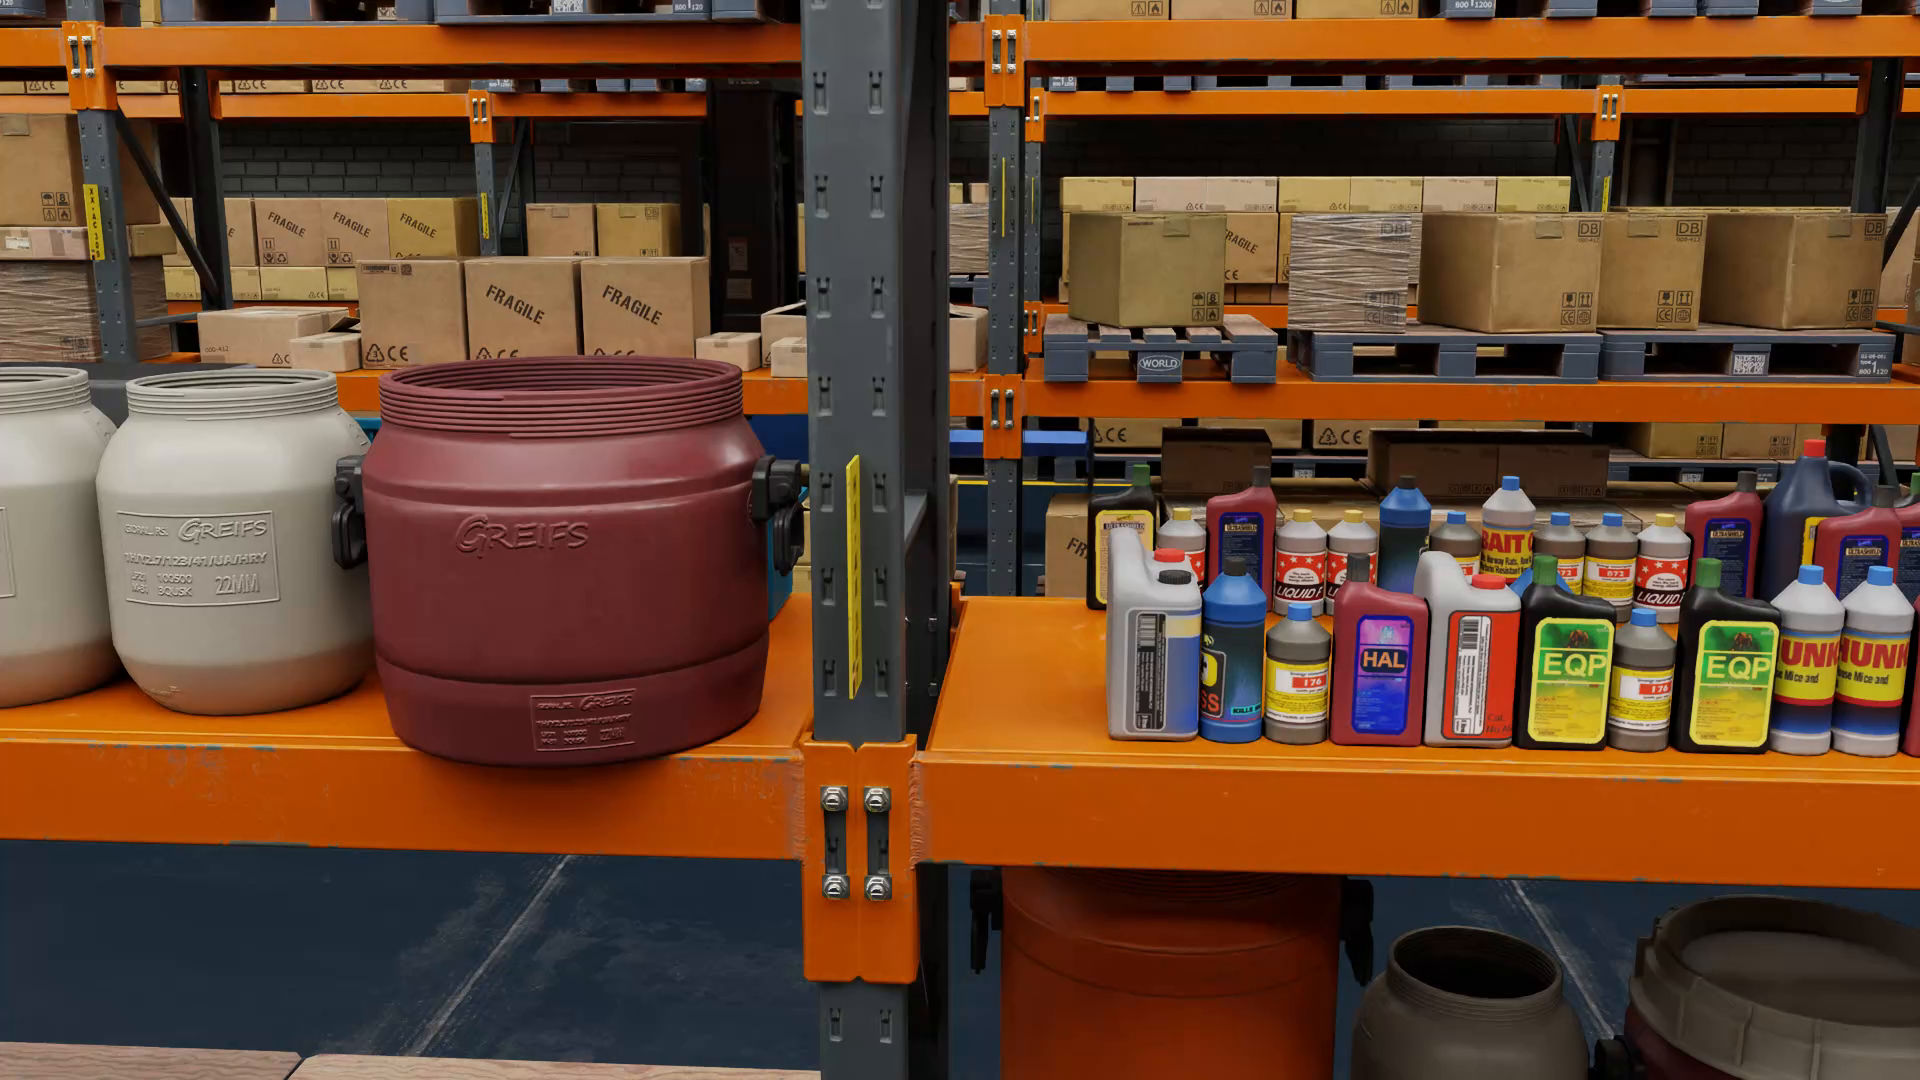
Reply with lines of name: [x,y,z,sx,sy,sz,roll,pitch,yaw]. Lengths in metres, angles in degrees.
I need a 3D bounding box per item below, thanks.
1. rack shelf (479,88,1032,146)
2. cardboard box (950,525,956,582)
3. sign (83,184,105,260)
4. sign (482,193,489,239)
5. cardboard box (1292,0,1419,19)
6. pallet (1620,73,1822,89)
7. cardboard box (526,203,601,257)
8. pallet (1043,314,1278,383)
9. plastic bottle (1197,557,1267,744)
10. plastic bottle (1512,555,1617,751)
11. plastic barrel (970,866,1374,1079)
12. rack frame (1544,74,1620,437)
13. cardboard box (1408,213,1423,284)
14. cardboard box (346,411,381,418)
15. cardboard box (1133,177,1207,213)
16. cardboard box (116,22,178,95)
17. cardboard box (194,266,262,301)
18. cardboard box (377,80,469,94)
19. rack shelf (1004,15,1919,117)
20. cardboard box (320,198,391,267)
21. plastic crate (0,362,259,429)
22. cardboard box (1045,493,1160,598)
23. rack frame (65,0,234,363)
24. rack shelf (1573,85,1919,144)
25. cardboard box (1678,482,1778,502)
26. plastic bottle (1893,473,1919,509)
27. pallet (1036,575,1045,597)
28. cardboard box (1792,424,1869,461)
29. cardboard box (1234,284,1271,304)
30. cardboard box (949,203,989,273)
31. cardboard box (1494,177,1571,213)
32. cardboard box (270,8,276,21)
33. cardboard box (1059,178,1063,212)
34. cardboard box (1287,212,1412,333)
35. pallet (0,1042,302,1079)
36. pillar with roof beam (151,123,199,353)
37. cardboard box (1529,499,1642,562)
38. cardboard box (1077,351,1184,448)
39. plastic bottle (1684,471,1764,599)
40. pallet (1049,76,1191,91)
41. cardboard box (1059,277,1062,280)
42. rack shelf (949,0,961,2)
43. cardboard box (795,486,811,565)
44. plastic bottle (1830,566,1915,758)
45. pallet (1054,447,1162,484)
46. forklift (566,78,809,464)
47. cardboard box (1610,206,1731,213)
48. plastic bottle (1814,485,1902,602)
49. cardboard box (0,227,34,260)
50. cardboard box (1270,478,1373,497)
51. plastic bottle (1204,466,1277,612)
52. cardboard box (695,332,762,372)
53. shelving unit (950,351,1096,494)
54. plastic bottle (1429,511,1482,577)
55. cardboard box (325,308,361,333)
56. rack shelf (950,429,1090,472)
rack shelf: [-1.450,-3.149,12.427,4.000,0.370,1.077,1,12,4]
cardboard box: [-0.284,0.080,8.251,0.500,0.250,0.500,1,12,4]
sign: [-3.808,-1.397,7.314,0.005,0.325,0.100,1,12,4]
sign: [-3.474,-2.373,12.172,0.005,0.325,0.100,1,12,4]
cardboard box: [1.684,-2.497,7.311,0.500,0.500,0.910,1,12,4]
pallet: [5.353,-3.362,11.906,1.213,0.211,1.003,1,12,4]
cardboard box: [-2.940,-2.311,12.669,0.500,0.500,0.700,1,12,4]
pallet: [0.900,-0.905,7.735,1.003,0.211,1.213,1,12,4]
plastic bottle: [0.408,0.161,2.489,0.097,0.271,0.097,0,12,0]
plastic bottle: [0.886,0.165,2.438,0.133,0.283,0.061,1,12,4]
plastic barrel: [0.373,0.878,3.018,0.708,0.830,0.600,1,12,4]
rack frame: [4.537,-1.951,12.268,0.127,3.000,1.000,1,12,4]
cardboard box: [3.049,-2.123,12.074,0.500,0.500,0.500,1,12,4]
cardboard box: [-4.483,-1.058,13.031,0.500,0.500,0.500,0,12,-1]
cardboard box: [1.518,-2.511,12.094,0.500,0.250,0.500,1,12,3]
cardboard box: [-6.068,-3.565,12.367,0.500,0.500,0.500,1,12,6]
cardboard box: [-5.439,-1.960,12.629,0.500,0.250,0.500,1,12,4]
cardboard box: [-3.968,-3.544,12.263,0.500,0.500,0.500,1,12,5]
rack shelf: [2.214,-2.082,7.327,4.000,0.370,1.077,1,12,4]
cardboard box: [-4.436,-2.313,12.483,0.500,0.500,0.500,1,12,3]
plastic crate: [-1.708,-0.097,3.252,0.583,0.464,0.402,1,12,4]
cardboard box: [0.654,0.079,7.593,0.500,0.500,0.500,1,12,6]
rack frame: [-3.773,-1.048,7.953,0.127,3.000,1.000,1,12,4]
rack shelf: [6.532,-3.039,11.903,4.000,0.370,1.077,1,12,4]
cardboard box: [3.743,0.013,7.910,0.500,0.500,0.500,0,12,1]
plastic bottle: [1.774,0.014,3.160,0.133,0.283,0.061,1,12,4]
pallet: [0.961,0.389,7.891,1.213,0.211,1.003,1,12,4]
cardboard box: [6.289,-0.887,12.260,0.500,0.500,0.700,1,12,5]
cardboard box: [2.145,-1.829,12.248,0.250,0.149,0.380,1,12,5]
cardboard box: [0.076,-2.274,12.495,0.500,0.500,0.700,-1,12,-3]
cardboard box: [4.054,-2.476,11.929,0.500,0.250,0.500,1,12,5]
cardboard box: [-5.033,-4.038,12.187,0.500,0.500,0.500,0,12,2]
cardboard box: [1.016,-2.624,12.633,0.500,0.250,0.500,1,12,5]
cardboard box: [1.754,-1.211,7.460,0.500,0.500,0.700,3,12,14]
pallet: [-2.101,1.348,3.310,1.213,0.211,1.003,1,12,4]
pillar with roof beam: [-6.968,-4.339,9.033,0.400,9.000,9.100,1,12,4]
cardboard box: [2.705,0.106,7.466,0.500,0.500,0.500,1,12,4]
cardboard box: [1.271,-1.122,12.530,0.750,0.750,0.750,1,12,3]
plastic bottle: [1.456,0.010,3.181,0.133,0.283,0.061,1,12,4]
pallet: [1.192,-3.383,12.251,1.003,0.211,1.213,1,12,6]
cardboard box: [0.888,-1.940,12.782,0.250,0.149,0.380,1,12,5]
rack shelf: [1.879,-1.070,2.489,4.000,0.370,1.077,1,12,4]
cardboard box: [-0.840,-0.090,7.694,0.500,0.311,0.500,1,12,3]
plastic bottle: [1.330,0.173,2.428,0.097,0.271,0.097,0,12,0]
pallet: [1.327,-0.614,12.690,1.213,0.211,1.003,1,12,4]
forklift: [-1.752,-1.476,10.168,3.031,2.935,1.130,1,12,5]
cardboard box: [5.077,-2.087,12.185,0.700,0.700,0.980,1,12,5]
plastic bottle: [1.631,0.042,3.028,0.133,0.283,0.061,1,12,4]
cardboard box: [-4.305,-1.378,7.703,0.250,0.149,0.380,1,12,3]
cardboard box: [1.684,-0.013,8.036,0.500,0.500,0.500,0,12,2]
plastic bottle: [0.546,-0.003,3.241,0.133,0.283,0.061,1,12,4]
cardboard box: [-1.058,-0.876,7.745,0.250,0.149,0.380,2,12,8]
shelving unit: [0.289,-0.728,10.086,1.048,1.500,0.538,1,12,5]
plastic bottle: [0.951,0.047,3.205,0.097,0.201,0.097,0,12,0]
cardboard box: [-2.883,-1.008,8.088,0.258,0.266,0.396,0,12,2]
rack shelf: [0.289,-0.552,10.123,1.000,0.185,0.538,1,12,5]
